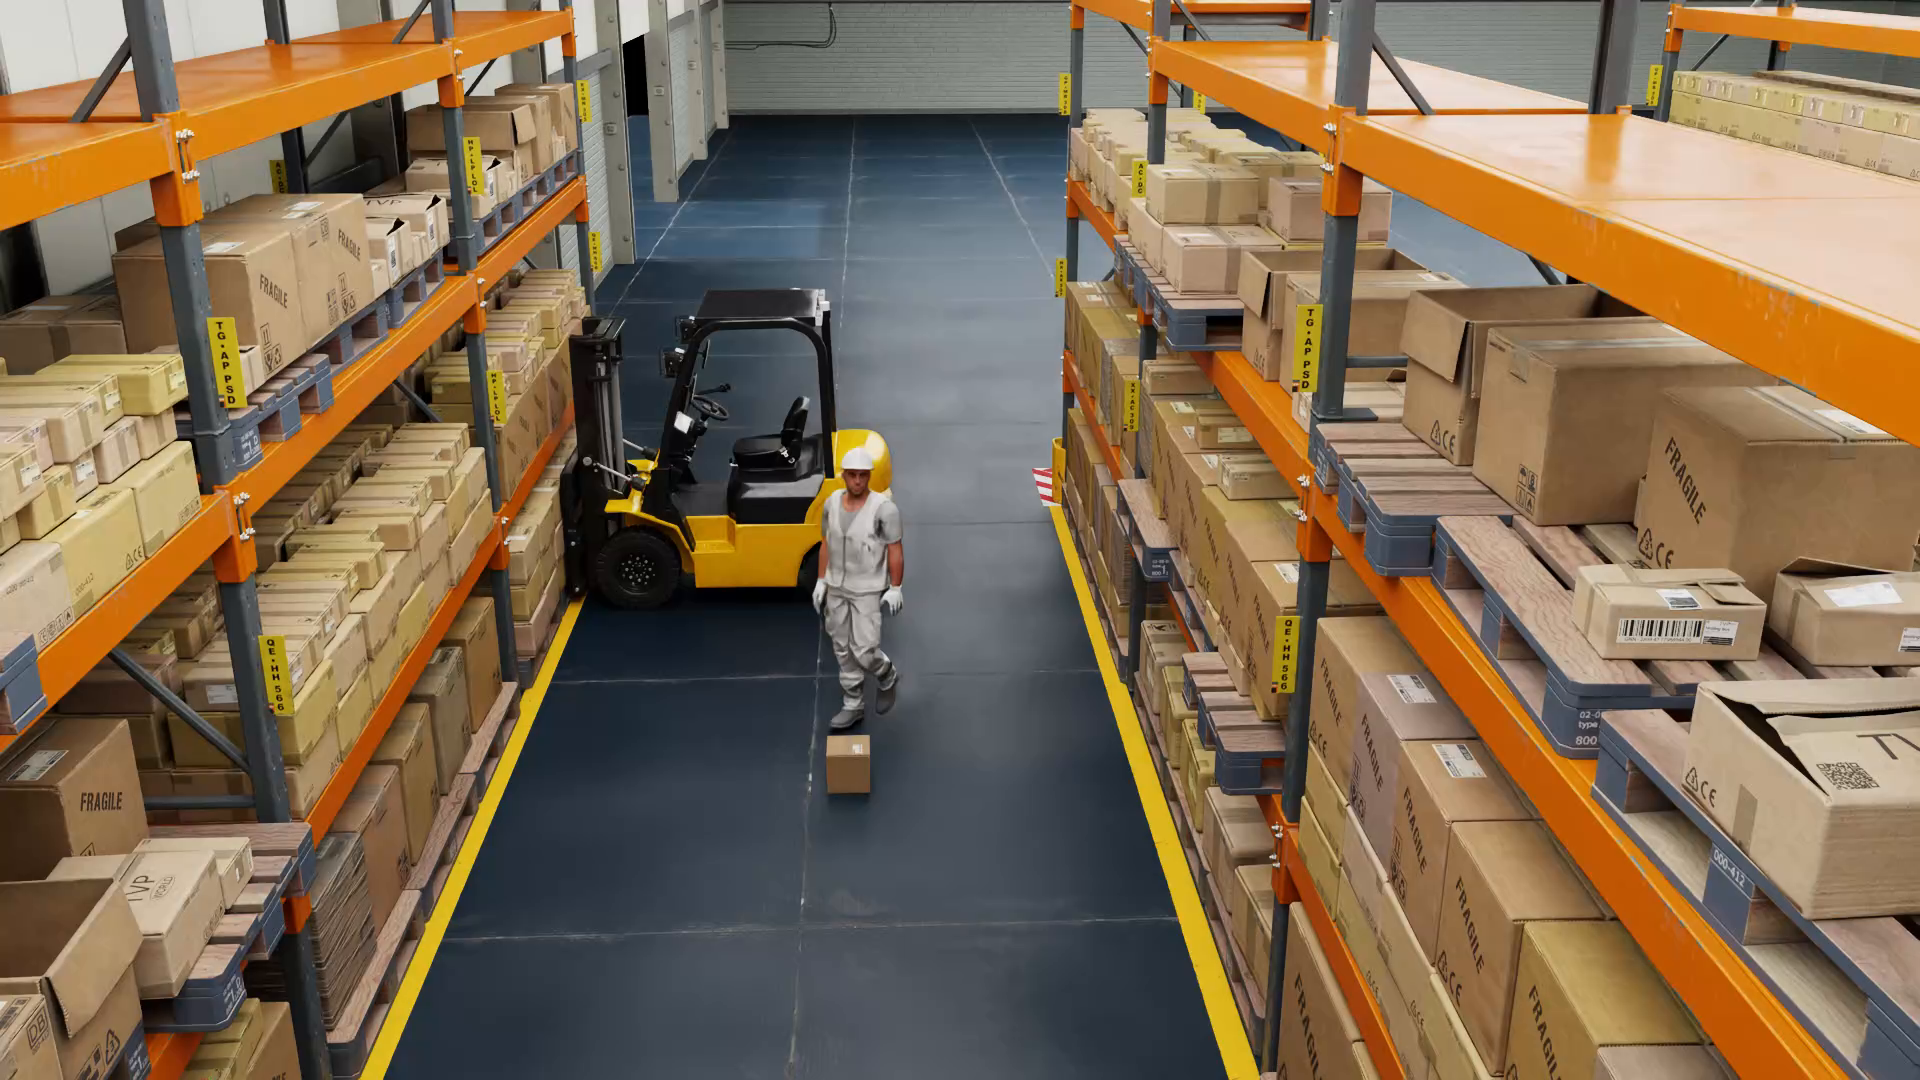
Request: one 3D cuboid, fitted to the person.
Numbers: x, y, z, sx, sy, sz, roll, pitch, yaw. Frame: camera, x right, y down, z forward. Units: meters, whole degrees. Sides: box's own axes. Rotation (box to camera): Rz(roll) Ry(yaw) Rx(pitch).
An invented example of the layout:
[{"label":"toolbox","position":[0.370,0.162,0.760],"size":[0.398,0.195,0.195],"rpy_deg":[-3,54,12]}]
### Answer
[{"label":"person","position":[-0.621,0.296,10.183],"size":[0.556,1.784,0.505],"rpy_deg":[12,23,29]}]
